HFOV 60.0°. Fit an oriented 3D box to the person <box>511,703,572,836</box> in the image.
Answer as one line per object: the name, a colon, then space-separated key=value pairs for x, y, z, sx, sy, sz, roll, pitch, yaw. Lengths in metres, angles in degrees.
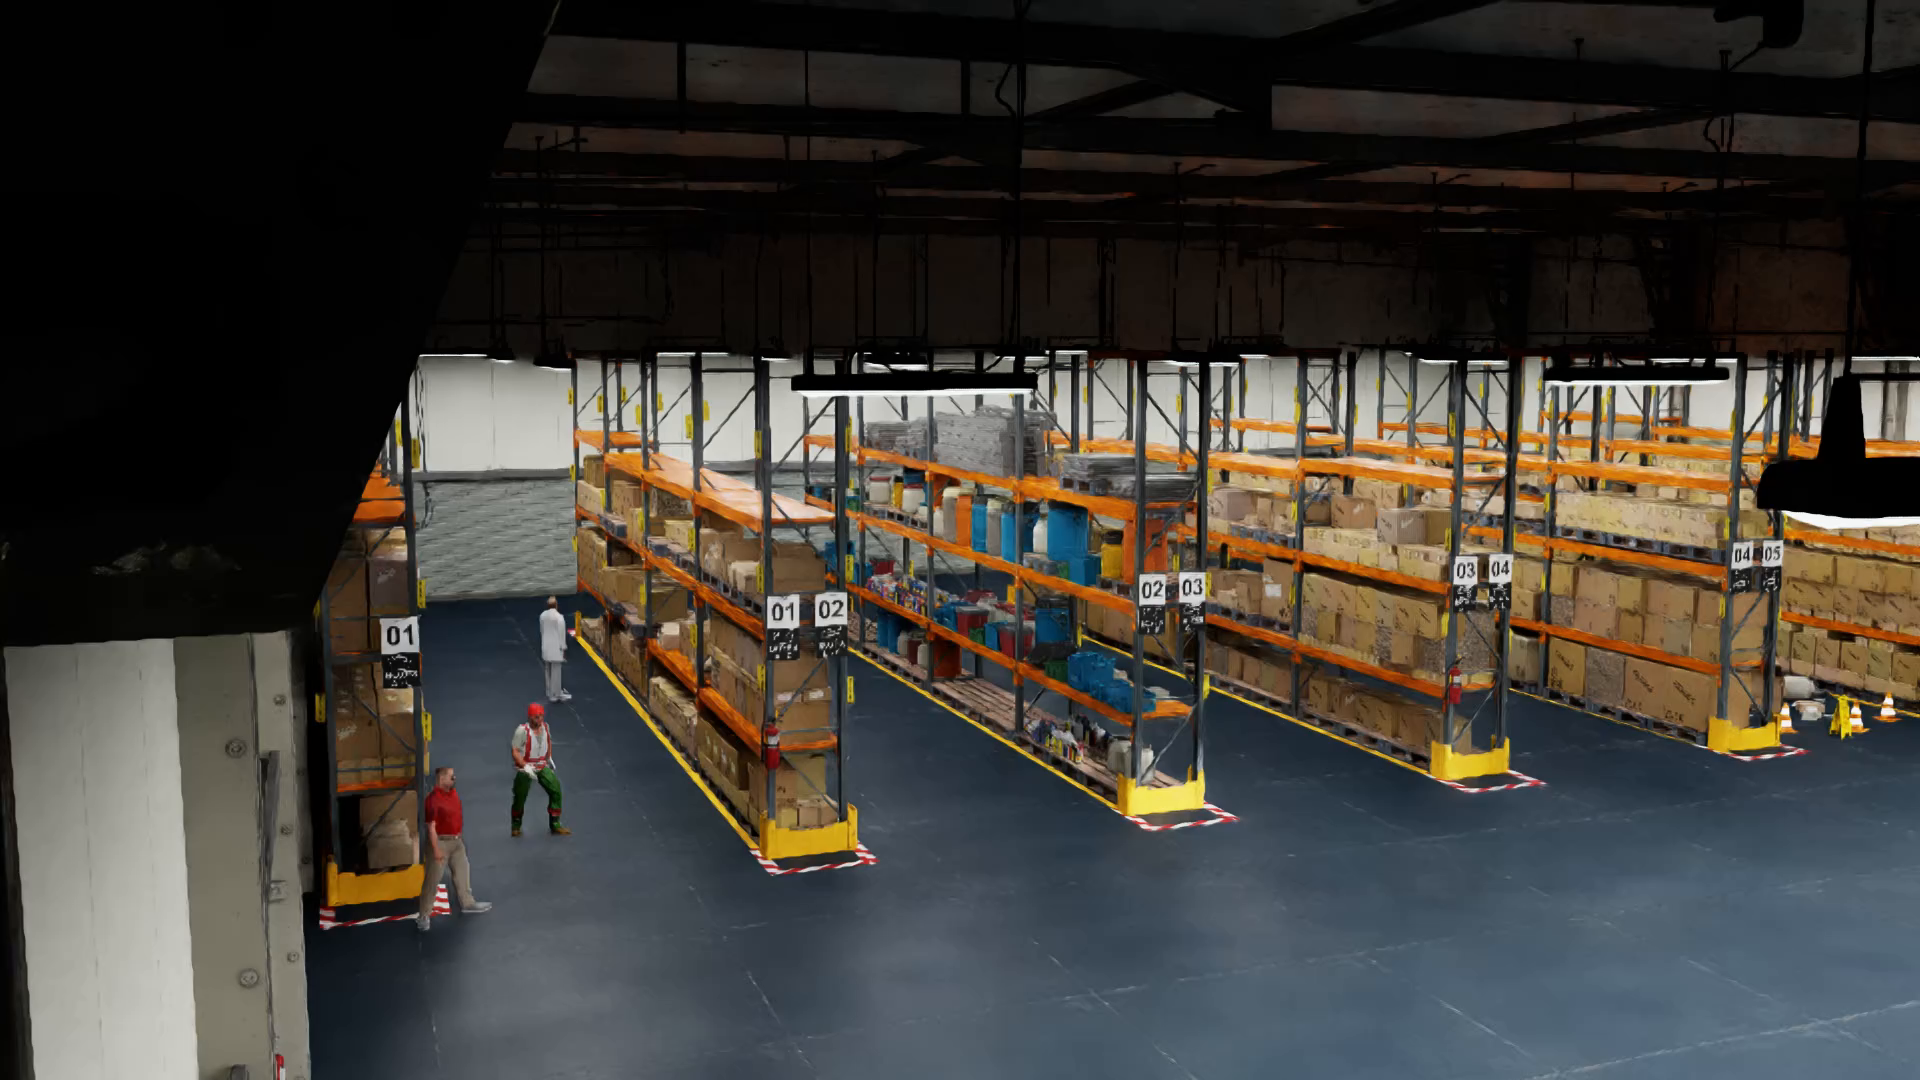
person: x=-5.348 y=2.877 z=20.894 sx=0.678 sy=1.732 sz=0.752 roll=-6 pitch=10 yaw=-42

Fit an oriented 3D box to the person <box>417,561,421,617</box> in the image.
person: x=-12.347 y=0.875 z=36.910 sx=0.492 sy=1.766 sz=0.713 roll=3 pitch=8 yaw=22

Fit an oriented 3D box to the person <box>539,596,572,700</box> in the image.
person: x=-6.997 y=1.854 z=28.817 sx=0.640 sy=1.788 sz=0.505 roll=6 pitch=9 yaw=38

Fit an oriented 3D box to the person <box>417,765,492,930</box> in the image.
person: x=-5.504 y=3.253 z=17.878 sx=0.582 sy=1.719 sz=0.772 roll=2 pitch=7 yaw=15
